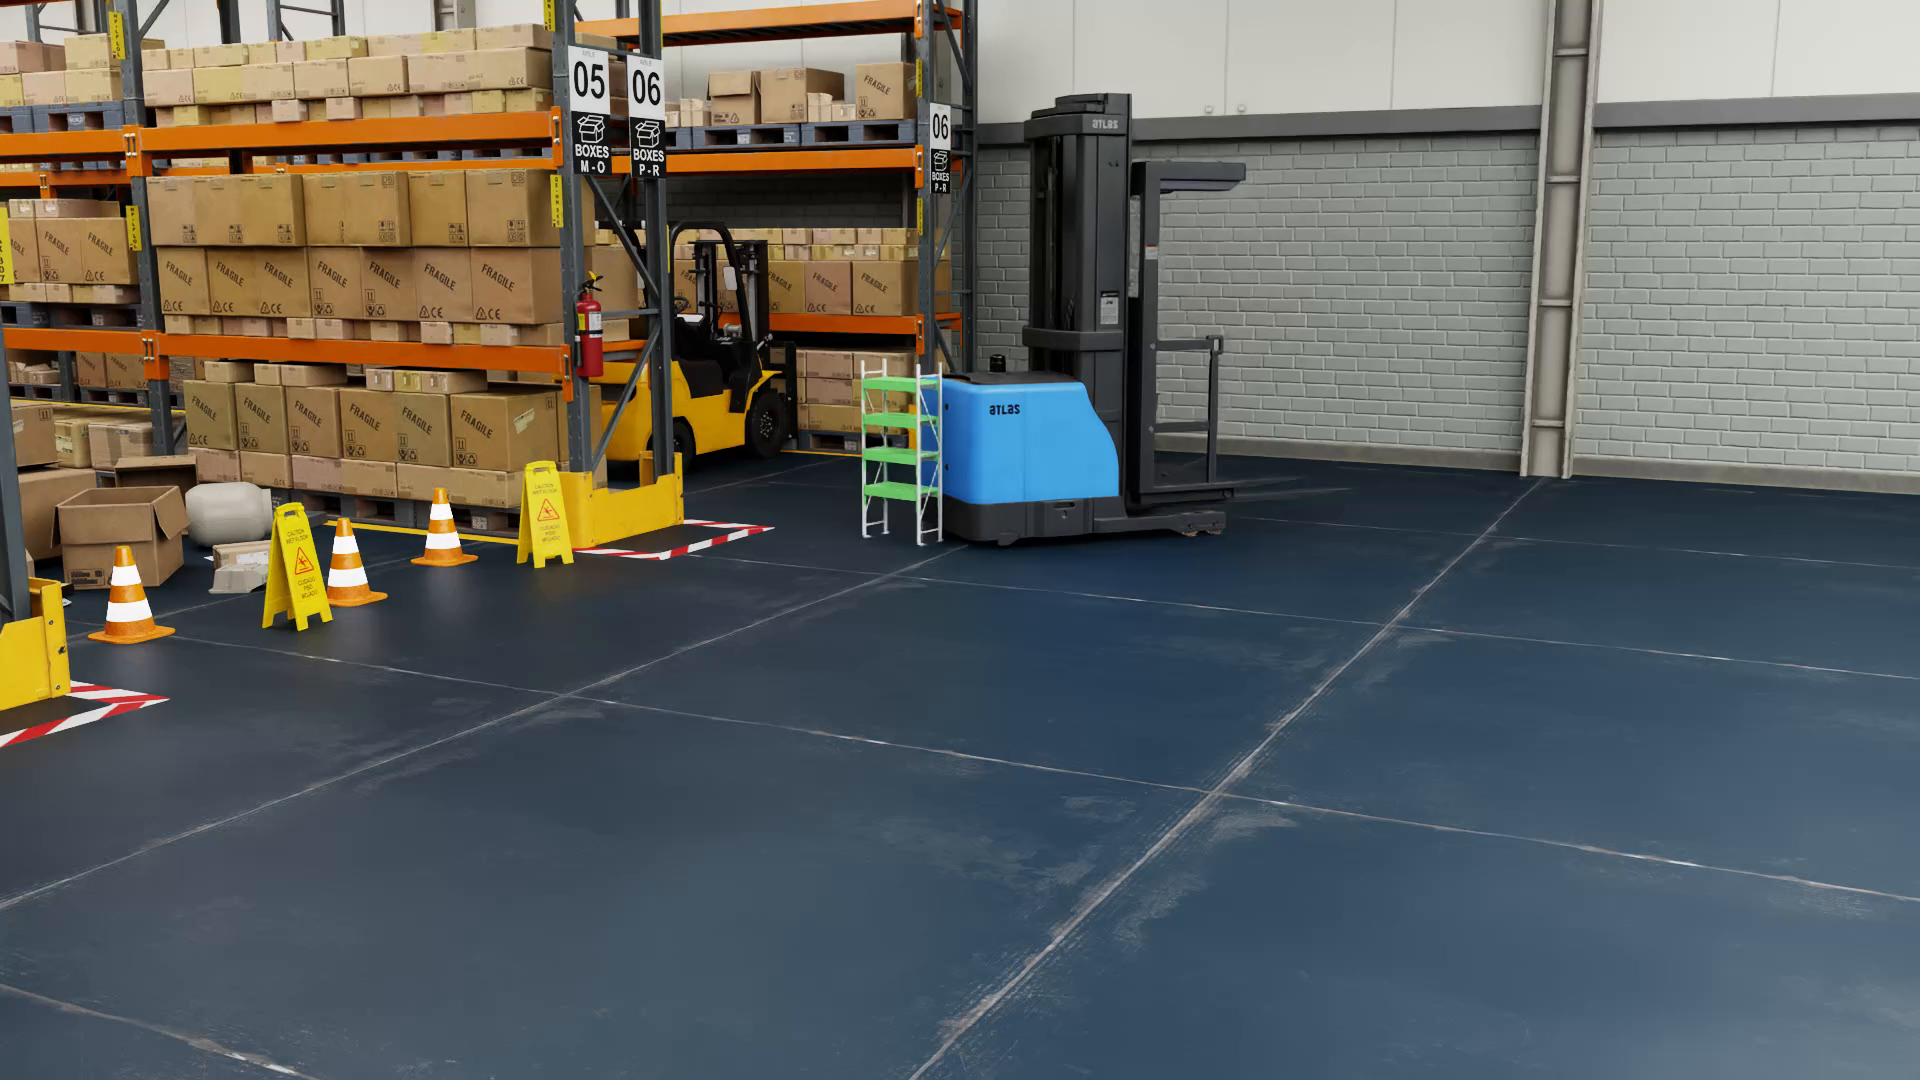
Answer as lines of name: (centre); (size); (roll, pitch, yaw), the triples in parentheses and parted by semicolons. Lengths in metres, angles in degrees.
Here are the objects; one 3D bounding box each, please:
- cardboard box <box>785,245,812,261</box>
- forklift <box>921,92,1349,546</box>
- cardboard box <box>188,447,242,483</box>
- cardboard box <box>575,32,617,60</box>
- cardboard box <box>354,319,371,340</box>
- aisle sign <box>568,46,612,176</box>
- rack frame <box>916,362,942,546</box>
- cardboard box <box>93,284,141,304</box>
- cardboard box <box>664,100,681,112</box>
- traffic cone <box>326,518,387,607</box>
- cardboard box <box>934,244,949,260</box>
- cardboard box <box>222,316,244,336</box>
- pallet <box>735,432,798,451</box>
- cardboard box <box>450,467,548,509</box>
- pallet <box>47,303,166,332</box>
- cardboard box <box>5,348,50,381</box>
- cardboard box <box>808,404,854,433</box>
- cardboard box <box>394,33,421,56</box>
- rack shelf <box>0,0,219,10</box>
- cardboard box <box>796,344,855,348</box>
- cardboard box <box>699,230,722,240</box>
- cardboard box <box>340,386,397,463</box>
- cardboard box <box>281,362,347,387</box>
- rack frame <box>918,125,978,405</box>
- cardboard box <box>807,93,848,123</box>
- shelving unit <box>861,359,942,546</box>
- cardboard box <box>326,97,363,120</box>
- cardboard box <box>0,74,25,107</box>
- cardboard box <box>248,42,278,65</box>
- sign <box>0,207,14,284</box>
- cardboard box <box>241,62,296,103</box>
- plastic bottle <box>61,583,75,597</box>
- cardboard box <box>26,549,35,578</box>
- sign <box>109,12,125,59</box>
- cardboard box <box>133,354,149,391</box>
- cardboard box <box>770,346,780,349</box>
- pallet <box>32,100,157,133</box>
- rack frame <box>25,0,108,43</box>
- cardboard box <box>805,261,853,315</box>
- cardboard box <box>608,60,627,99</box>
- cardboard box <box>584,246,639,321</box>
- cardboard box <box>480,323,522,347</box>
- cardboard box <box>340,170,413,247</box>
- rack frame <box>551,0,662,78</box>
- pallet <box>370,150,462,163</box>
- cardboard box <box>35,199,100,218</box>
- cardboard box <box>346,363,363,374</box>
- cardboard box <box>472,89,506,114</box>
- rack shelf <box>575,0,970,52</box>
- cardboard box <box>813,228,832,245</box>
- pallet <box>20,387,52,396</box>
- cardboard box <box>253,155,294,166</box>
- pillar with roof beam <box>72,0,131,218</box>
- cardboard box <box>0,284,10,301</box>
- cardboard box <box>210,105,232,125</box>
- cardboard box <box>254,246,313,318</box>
cardboard box: (-1.467, -2.741, 15.852); (0.250, 0.149, 0.380); (5, 11, 24)
forklift: (1.288, -1.546, 11.544); (3.031, 2.935, 1.130); (-4, 11, -22)
cardboard box: (-5.477, -0.596, 12.642); (0.500, 0.250, 0.500); (4, 11, 23)
cardboard box: (-2.528, -3.322, 11.207); (0.250, 0.149, 0.380); (5, 11, 25)
cardboard box: (-4.092, -1.512, 11.867); (0.250, 0.149, 0.380); (5, 11, 26)
aisle sign: (-2.372, -2.745, 10.674); (0.004, 0.787, 0.394); (5, 11, 26)
rack frame: (-0.202, -0.569, 11.005); (0.015, 1.200, 0.240); (8, 13, 38)
cardboard box: (-6.470, -1.911, 12.895); (0.250, 0.149, 0.380); (5, 11, 27)
cardboard box: (-3.055, -4.209, 16.429); (0.500, 0.311, 0.500); (5, 12, 27)
traffic cone: (-3.442, 0.108, 9.336); (0.334, 0.463, 0.336); (5, 11, 26)
cardboard box: (-0.296, -2.746, 15.880); (0.250, 0.149, 0.380); (5, 11, 24)
cardboard box: (-5.245, -1.605, 12.379); (0.250, 0.149, 0.380); (5, 11, 26)
pallet: (-1.901, -1.088, 16.647); (1.213, 0.211, 1.003); (5, 11, 26)
cardboard box: (-3.165, -0.393, 11.521); (0.500, 0.250, 0.500); (5, 11, 26)
pallet: (-6.507, -1.821, 13.408); (1.213, 0.211, 1.003); (5, 11, 26)
cardboard box: (-12.268, -2.329, 21.513); (0.500, 0.500, 0.700); (5, 11, 24)
cardboard box: (-1.109, -1.191, 15.928); (0.500, 0.250, 0.500); (5, 11, 26)
cardboard box: (-3.605, -3.333, 11.269); (0.250, 0.149, 0.380); (5, 11, 26)
rack shelf: (-7.680, -4.391, 13.366); (4.000, 0.370, 1.077); (5, 11, 26)
cardboard box: (-1.347, -1.803, 16.506); (0.500, 0.250, 0.500); (5, 11, 25)
cardboard box: (-2.349, -2.978, 16.327); (0.250, 0.149, 0.380); (5, 11, 26)
cardboard box: (-4.052, -0.842, 11.898); (0.500, 0.500, 0.500); (5, 11, 24)
cardboard box: (-4.687, -1.204, 12.073); (0.250, 0.149, 0.380); (6, 12, 29)
rack frame: (-0.106, -2.310, 15.570); (0.127, 3.000, 1.000); (5, 11, 26)
cardboard box: (-1.211, -4.012, 15.472); (0.258, 0.266, 0.396); (5, 11, 26)
shelving unit: (-0.392, -0.596, 11.156); (0.503, 1.200, 0.258); (8, 13, 38)
cardboard box: (-4.140, -2.967, 11.481); (0.250, 0.149, 0.380); (5, 11, 25)
cardboard box: (-7.383, -3.545, 13.213); (0.500, 0.250, 0.500); (5, 11, 27)
cardboard box: (-4.801, -3.425, 11.777); (0.250, 0.149, 0.380); (5, 11, 24)
sign: (-4.148, -1.271, 7.179); (0.005, 0.325, 0.100); (5, 11, 26)
cardboard box: (-4.703, -3.221, 11.771); (0.500, 0.250, 0.500); (5, 11, 26)
plastic bottle: (-5.220, 0.286, 9.479); (0.283, 0.061, 0.133); (1, 10, 6)
cardboard box: (-5.630, 0.153, 9.638); (0.258, 0.266, 0.396); (7, 13, 36)
sign: (-6.129, -3.667, 12.090); (0.005, 0.325, 0.100); (5, 11, 26)
cardboard box: (-9.606, -2.078, 20.127); (0.500, 0.500, 0.500); (5, 11, 24)
cardboard box: (-2.026, -1.761, 16.269); (0.500, 0.250, 0.500); (5, 11, 25)
pallet: (-6.393, -3.281, 13.042); (1.003, 0.211, 1.213); (5, 11, 26)
rack frame: (-10.868, -6.207, 20.261); (0.127, 3.000, 1.000); (5, 11, 26)
cardboard box: (-1.125, -2.398, 15.778); (0.500, 0.500, 0.500); (5, 12, 28)
cardboard box: (-2.632, -3.148, 11.362); (0.500, 0.250, 0.500); (5, 11, 25)
cardboard box: (-2.601, -1.794, 11.604); (0.500, 0.500, 0.500); (5, 11, 25)
cardboard box: (-3.006, -1.391, 11.197); (0.250, 0.149, 0.380); (5, 11, 25)
cardboard box: (-3.807, -2.275, 11.452); (0.500, 0.500, 0.700); (5, 11, 25)
rack frame: (-2.299, -4.469, 10.654); (0.127, 3.000, 1.000); (5, 11, 26)
pallet: (-5.628, -4.196, 18.102); (1.213, 0.211, 1.003); (6, 12, 28)
cardboard box: (-7.024, -2.606, 13.090); (0.250, 0.149, 0.380); (5, 11, 24)
cardboard box: (-6.727, -1.927, 18.944); (0.625, 0.625, 0.875); (5, 12, 28)
cardboard box: (-2.981, -2.867, 10.931); (0.250, 0.149, 0.380); (5, 11, 26)
rack shelf: (-1.900, -4.869, 16.006); (4.000, 0.370, 1.077); (5, 11, 26)
cardboard box: (-1.193, -2.881, 15.791); (0.250, 0.149, 0.380); (5, 11, 26)
pallet: (-12.581, -2.033, 21.873); (1.213, 0.211, 1.003); (5, 11, 26)
cardboard box: (-7.848, -4.344, 18.809); (0.500, 0.250, 0.500); (5, 11, 24)
pillar with roof beam: (-12.998, -5.719, 17.560); (0.400, 9.000, 9.100); (5, 11, 26)
cardboard box: (-7.569, -2.031, 13.558); (0.250, 0.149, 0.380); (5, 11, 24)
cardboard box: (-5.234, -3.089, 12.159); (0.250, 0.149, 0.380); (5, 11, 26)
cardboard box: (-4.710, -1.871, 12.029); (0.500, 0.500, 0.500); (5, 11, 25)
